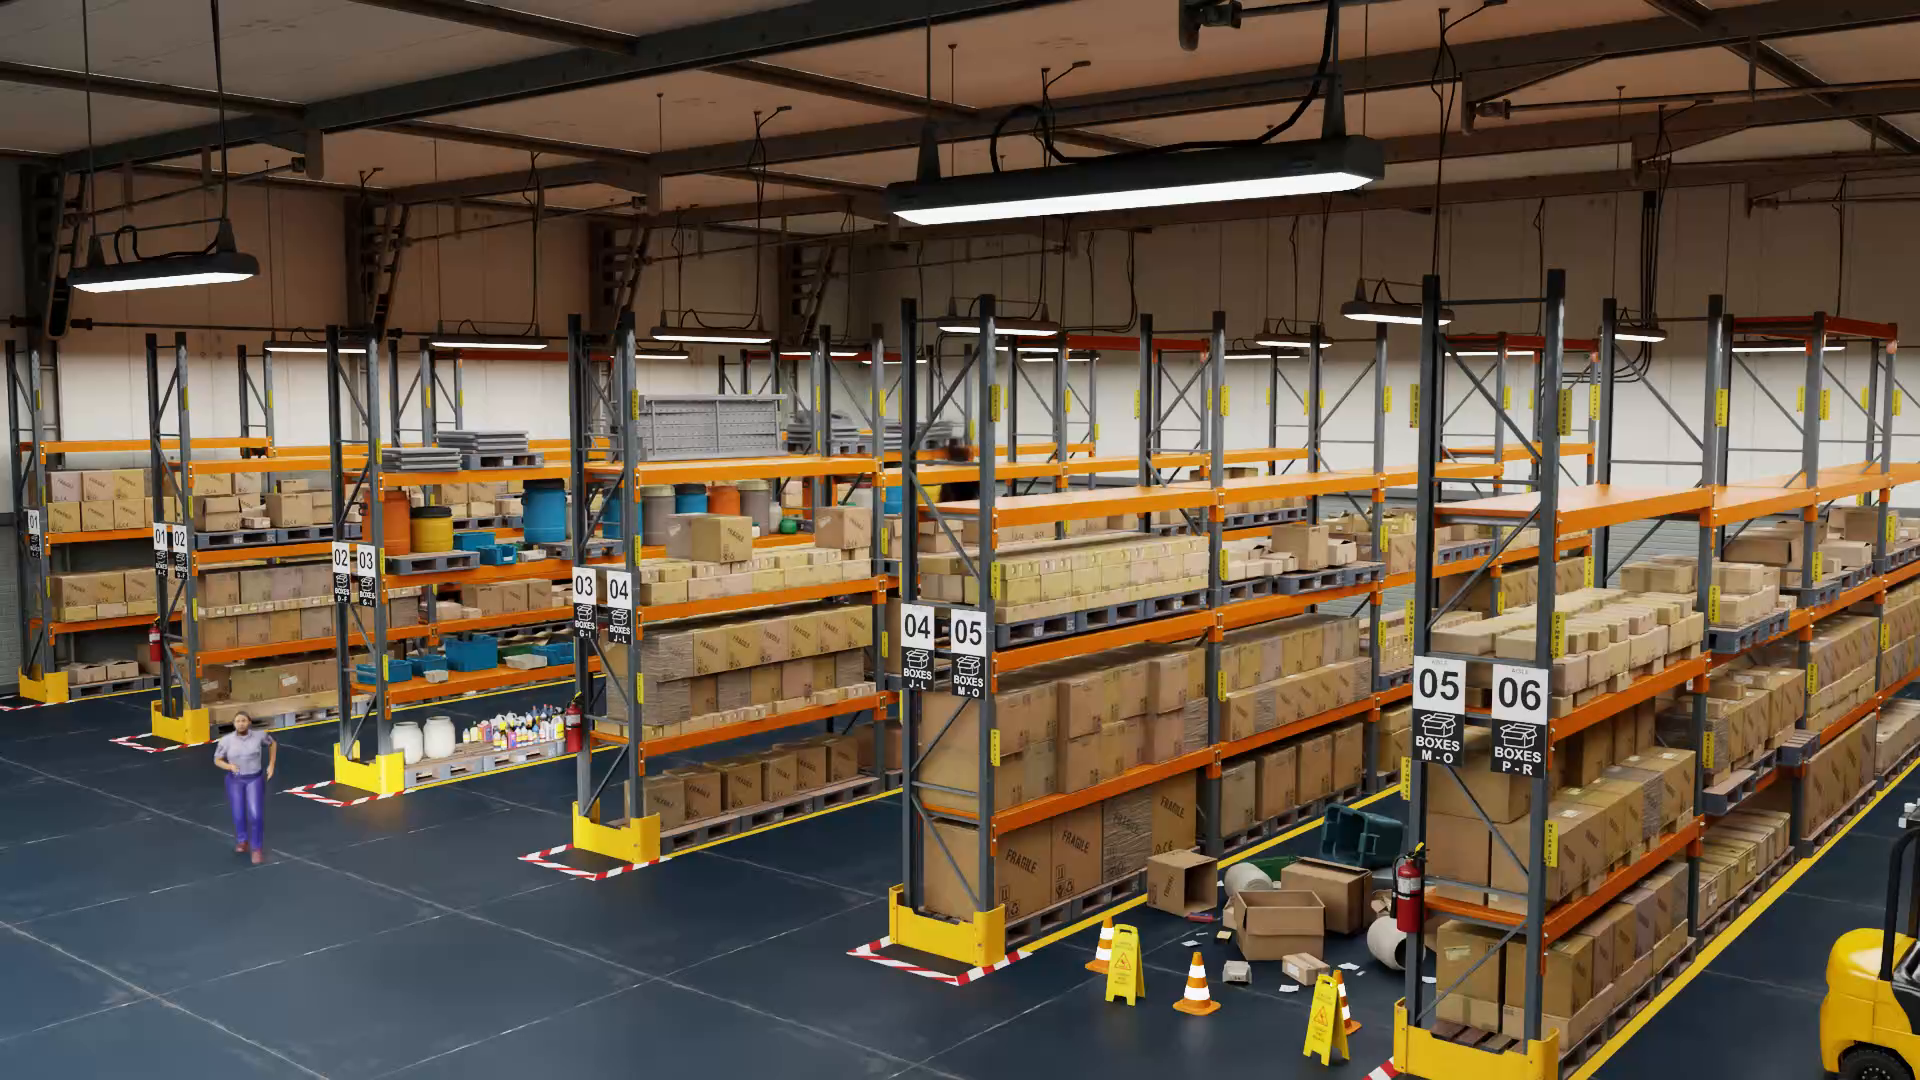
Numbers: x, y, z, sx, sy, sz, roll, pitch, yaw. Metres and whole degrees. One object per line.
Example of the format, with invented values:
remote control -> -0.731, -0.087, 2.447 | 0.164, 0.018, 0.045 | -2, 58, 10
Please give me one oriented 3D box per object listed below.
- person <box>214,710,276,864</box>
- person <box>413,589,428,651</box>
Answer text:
person -> -7.853, 2.718, 18.291 | 0.613, 1.717, 0.739 | -2, 5, -18
person -> -9.585, 1.667, 29.829 | 0.537, 1.585, 0.893 | 4, 6, 38
